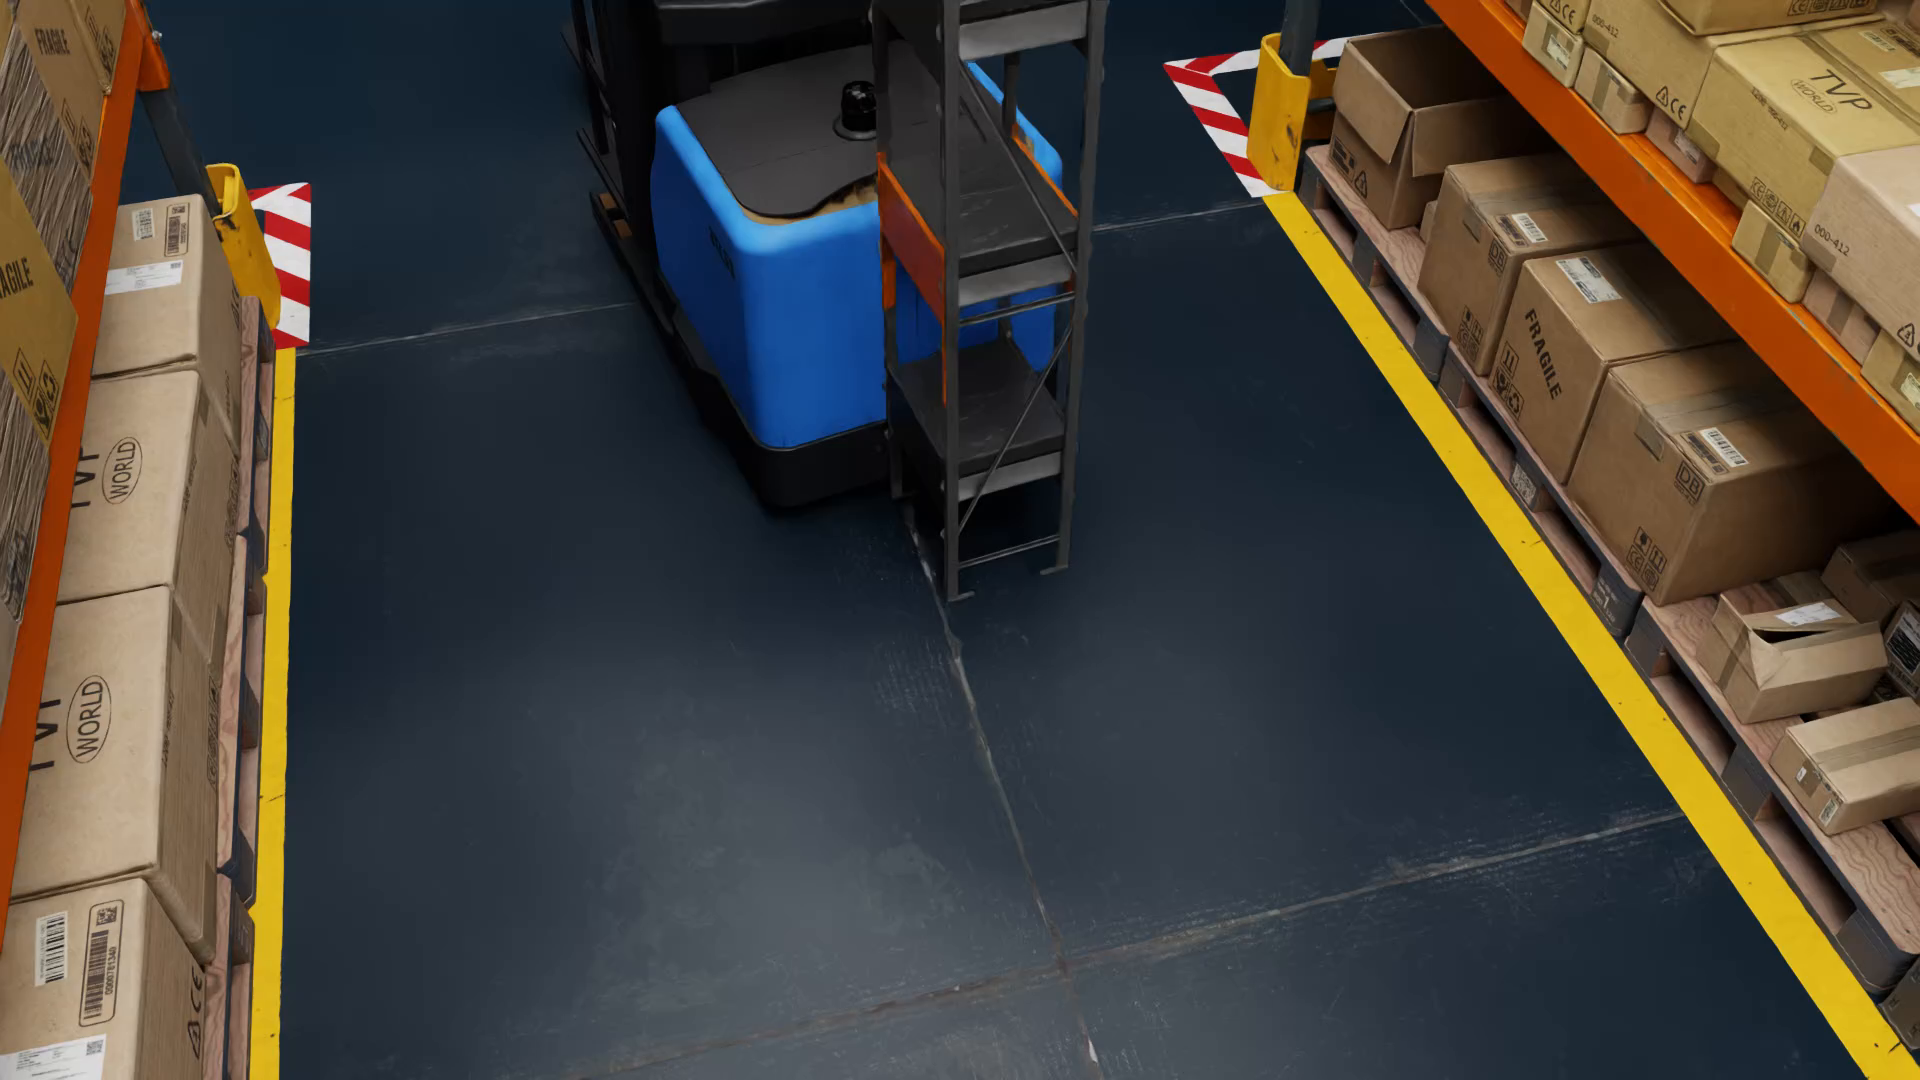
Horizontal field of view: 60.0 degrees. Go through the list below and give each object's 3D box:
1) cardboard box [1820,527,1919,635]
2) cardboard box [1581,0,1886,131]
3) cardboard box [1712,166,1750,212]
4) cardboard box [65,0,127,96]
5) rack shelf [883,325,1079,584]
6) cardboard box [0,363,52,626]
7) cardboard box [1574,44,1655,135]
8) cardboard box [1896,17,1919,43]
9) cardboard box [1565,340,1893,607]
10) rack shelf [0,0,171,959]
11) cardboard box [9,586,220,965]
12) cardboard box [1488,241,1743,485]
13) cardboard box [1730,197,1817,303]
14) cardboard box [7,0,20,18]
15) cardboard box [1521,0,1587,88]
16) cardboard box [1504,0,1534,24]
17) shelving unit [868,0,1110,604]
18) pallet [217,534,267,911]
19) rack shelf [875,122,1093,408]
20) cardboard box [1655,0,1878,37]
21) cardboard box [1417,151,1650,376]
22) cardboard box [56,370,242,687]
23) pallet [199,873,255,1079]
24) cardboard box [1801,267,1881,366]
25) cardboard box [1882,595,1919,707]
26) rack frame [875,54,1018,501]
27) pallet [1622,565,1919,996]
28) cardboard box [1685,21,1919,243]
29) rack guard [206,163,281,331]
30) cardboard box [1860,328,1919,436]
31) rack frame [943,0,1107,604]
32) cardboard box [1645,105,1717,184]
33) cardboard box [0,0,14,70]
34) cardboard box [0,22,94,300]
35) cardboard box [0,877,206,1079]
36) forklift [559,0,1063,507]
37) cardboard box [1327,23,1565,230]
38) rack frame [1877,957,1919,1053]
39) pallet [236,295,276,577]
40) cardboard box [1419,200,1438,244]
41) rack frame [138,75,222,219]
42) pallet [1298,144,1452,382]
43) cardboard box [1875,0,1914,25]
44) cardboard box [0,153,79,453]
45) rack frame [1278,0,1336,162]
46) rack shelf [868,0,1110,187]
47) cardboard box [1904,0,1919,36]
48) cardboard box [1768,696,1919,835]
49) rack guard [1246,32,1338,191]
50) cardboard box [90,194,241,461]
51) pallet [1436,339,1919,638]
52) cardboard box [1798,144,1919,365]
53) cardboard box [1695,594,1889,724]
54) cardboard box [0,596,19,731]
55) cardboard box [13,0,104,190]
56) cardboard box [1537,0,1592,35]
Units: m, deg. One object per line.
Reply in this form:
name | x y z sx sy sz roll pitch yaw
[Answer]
cardboard box | 2.716 0.111 4.743 0.380 0.149 0.250 -11 47 -11
cardboard box | 2.014 -1.346 4.365 0.500 0.250 0.500 -12 47 -11
cardboard box | 2.173 -0.934 4.241 0.380 0.149 0.250 -10 46 -10
cardboard box | -2.674 -1.543 4.592 0.500 0.500 0.500 -10 47 -10
rack shelf | 0.056 -0.260 5.032 0.431 0.518 0.480 -16 48 -15
cardboard box | -2.142 -0.131 3.208 0.500 0.500 0.500 -10 47 -10
cardboard box | 1.932 -1.261 4.562 0.380 0.149 0.250 -10 46 -9
cardboard box | 2.637 -1.086 4.111 0.500 0.250 0.500 -10 46 -9
cardboard box | 2.256 -0.222 4.823 0.700 0.500 0.500 -12 47 -12
rack shelf | -2.541 -0.160 3.811 1.077 0.370 4.000 -11 47 -10
cardboard box | -2.316 0.647 4.015 0.875 0.438 0.875 -12 47 -11
cardboard box | 2.029 -0.555 5.150 0.500 0.500 0.500 -10 46 -10
cardboard box | 2.131 -0.736 4.047 0.380 0.149 0.250 -11 47 -11
cardboard box | -2.537 -1.533 3.882 0.500 0.500 0.500 -11 47 -10
cardboard box | 1.845 -1.440 4.736 0.380 0.149 0.250 -12 47 -11
cardboard box | 1.853 -1.628 4.921 0.380 0.149 0.250 -10 46 -10
shelving unit | 0.057 -0.762 4.524 0.431 2.100 0.503 -16 48 -15
pallet | -2.464 0.562 4.552 1.003 0.211 1.213 -11 47 -10
rack shelf | 0.057 -0.752 4.534 0.431 0.518 0.480 -16 48 -15
cardboard box | 1.984 -1.619 4.108 0.500 0.500 0.500 -10 46 -9
cardboard box | 1.990 -0.938 5.525 0.700 0.500 0.500 -9 46 -9
cardboard box | -2.545 0.025 4.626 0.875 0.438 0.875 -10 46 -9
pallet | -2.148 1.405 3.725 1.003 0.211 1.213 -11 47 -10
cardboard box | 2.224 -0.564 3.879 0.380 0.149 0.250 -10 46 -9
cardboard box | 2.828 0.353 4.392 0.500 0.311 0.500 -9 46 -9
rack frame | -0.035 -0.923 4.683 0.400 2.100 0.015 -16 48 -15
pallet | 2.593 0.560 4.553 1.003 0.211 1.213 -11 47 -10
cardboard box | 2.145 -0.990 4.017 0.500 0.250 0.500 -11 47 -11
rack guard | -3.059 -0.935 5.816 1.175 0.500 0.348 -11 47 -10
cardboard box | 2.265 -0.378 3.696 0.380 0.149 0.250 -10 46 -9
rack frame | 0.148 -0.601 4.366 0.400 2.100 0.015 -16 48 -15
cardboard box | 2.065 -1.096 4.400 0.380 0.149 0.250 -11 47 -10
cardboard box | -2.414 -1.191 3.547 0.500 0.500 0.500 -11 47 -11
cardboard box | -2.419 -0.841 3.904 0.500 0.500 0.500 -9 46 -9
cardboard box | -2.086 1.265 3.410 0.875 0.438 0.875 -11 47 -11
forklift | -0.762 -2.194 5.347 1.130 2.935 3.031 -18 48 -17
cardboard box | 1.809 -1.537 6.110 0.797 0.503 0.637 -12 47 -12
rack frame | 2.768 0.059 3.092 1.000 3.000 0.127 -11 47 -10
pallet | -2.773 -0.279 5.376 1.003 0.211 1.213 -11 47 -10
cardboard box | 1.880 -1.112 5.942 0.380 0.149 0.250 -12 47 -12
rack frame | -3.053 -1.793 4.907 1.000 3.000 0.127 -11 47 -10
pallet | 1.969 -1.124 6.204 1.003 0.211 1.213 -11 47 -10
cardboard box | 2.505 -1.426 4.444 0.500 0.250 0.500 -11 47 -10
cardboard box | -2.274 -0.487 3.557 0.500 0.500 0.500 -9 46 -9
rack frame | 1.744 -2.703 5.799 1.000 3.000 0.127 -11 47 -10
rack shelf | 0.058 -1.244 4.036 0.431 0.518 0.480 -16 48 -15
cardboard box | 2.644 -1.332 3.827 0.500 0.500 0.500 -12 47 -11
cardboard box | 2.342 0.578 4.285 0.380 0.149 0.250 -12 47 -12
rack guard | 1.764 -1.776 6.640 1.175 0.500 0.348 -11 47 -10
cardboard box | -2.788 -0.606 5.243 0.875 0.438 0.875 -12 47 -12
pallet | 2.277 -0.284 5.380 1.003 0.211 1.213 -11 47 -10
cardboard box | 2.259 -0.643 3.677 0.500 0.250 0.500 -11 47 -10
cardboard box | 2.250 0.291 4.485 0.396 0.266 0.258 -9 46 -9
cardboard box | -2.021 0.214 2.870 0.500 0.500 0.500 -10 47 -10
cardboard box | -2.560 -1.194 4.250 0.500 0.500 0.500 -12 47 -11
cardboard box | 1.862 -1.695 4.707 0.500 0.250 0.500 -12 47 -11
